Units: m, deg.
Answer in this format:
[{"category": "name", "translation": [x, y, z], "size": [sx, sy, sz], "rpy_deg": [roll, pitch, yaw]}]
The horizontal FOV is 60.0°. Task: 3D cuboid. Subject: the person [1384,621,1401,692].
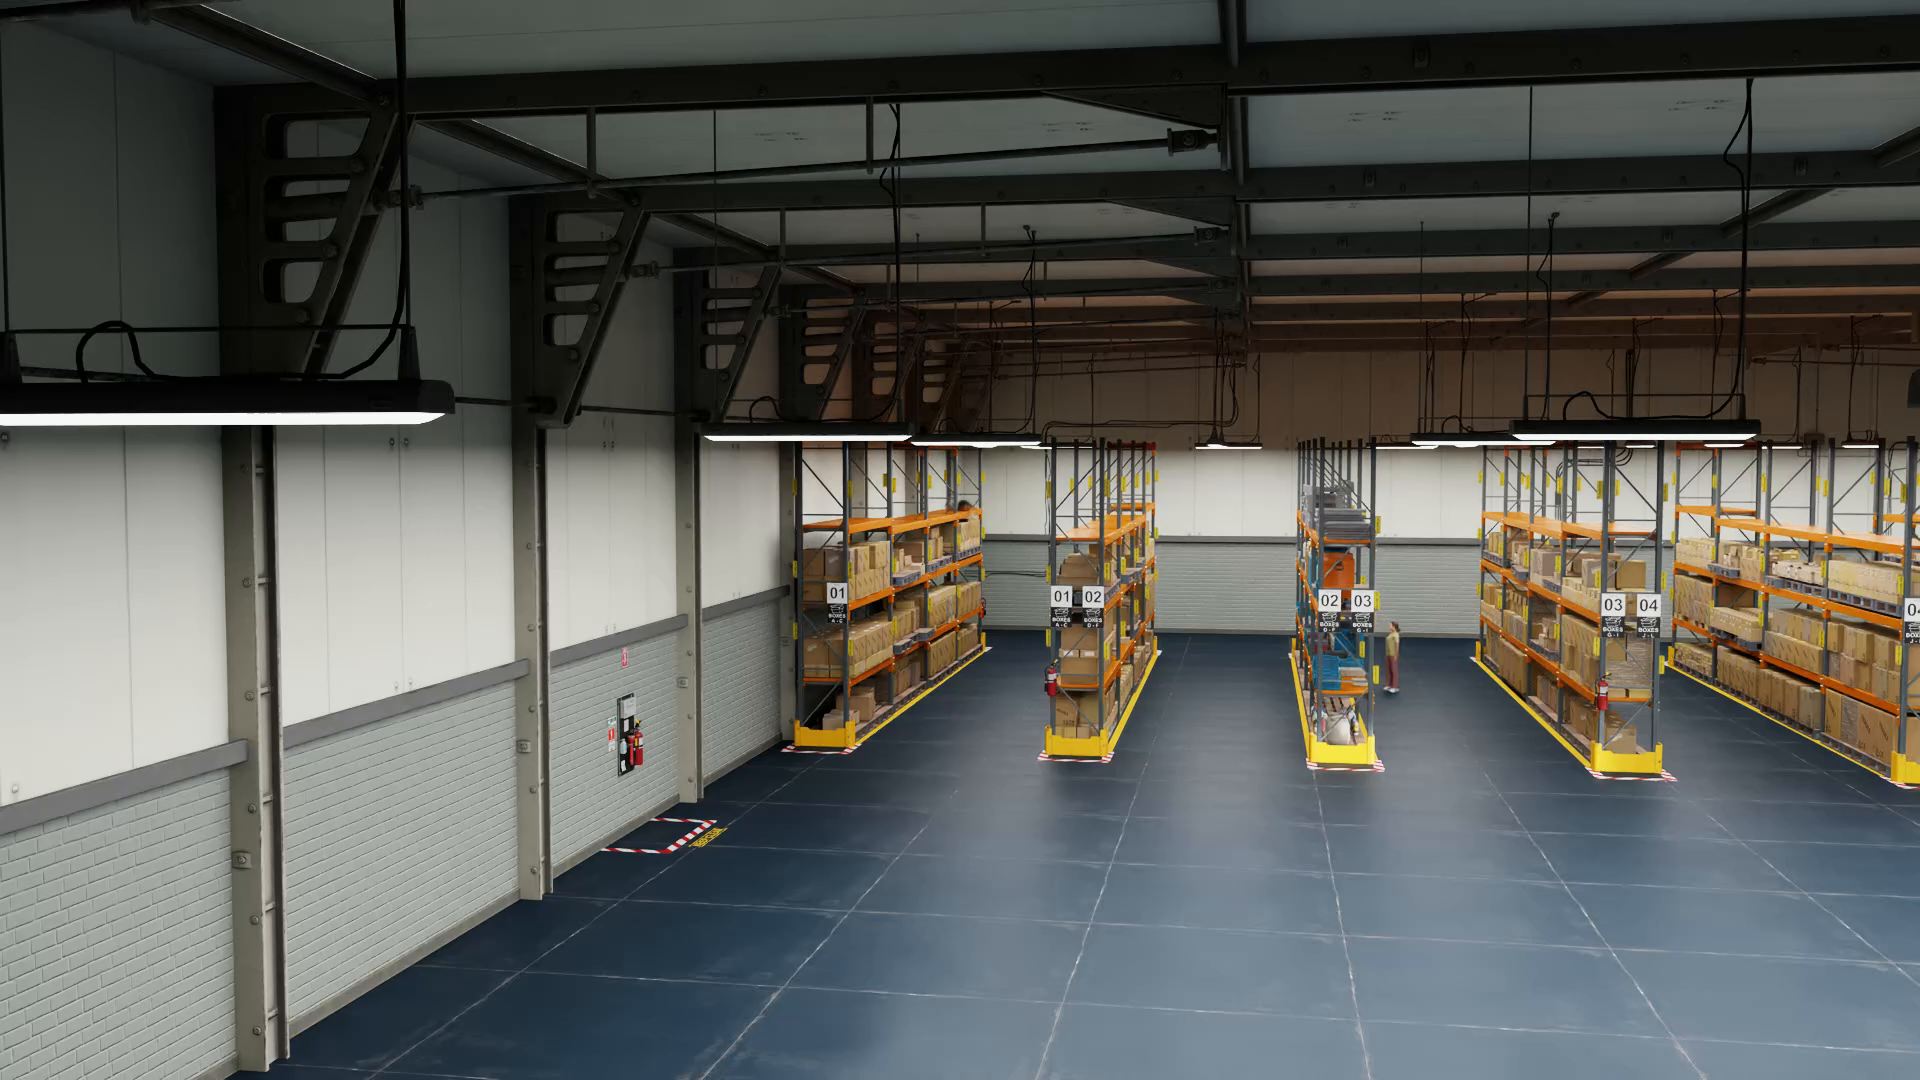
[{"category": "person", "translation": [10.341, 2.778, 39.765], "size": [0.376, 1.676, 0.483], "rpy_deg": [-1, 3, -17]}]
